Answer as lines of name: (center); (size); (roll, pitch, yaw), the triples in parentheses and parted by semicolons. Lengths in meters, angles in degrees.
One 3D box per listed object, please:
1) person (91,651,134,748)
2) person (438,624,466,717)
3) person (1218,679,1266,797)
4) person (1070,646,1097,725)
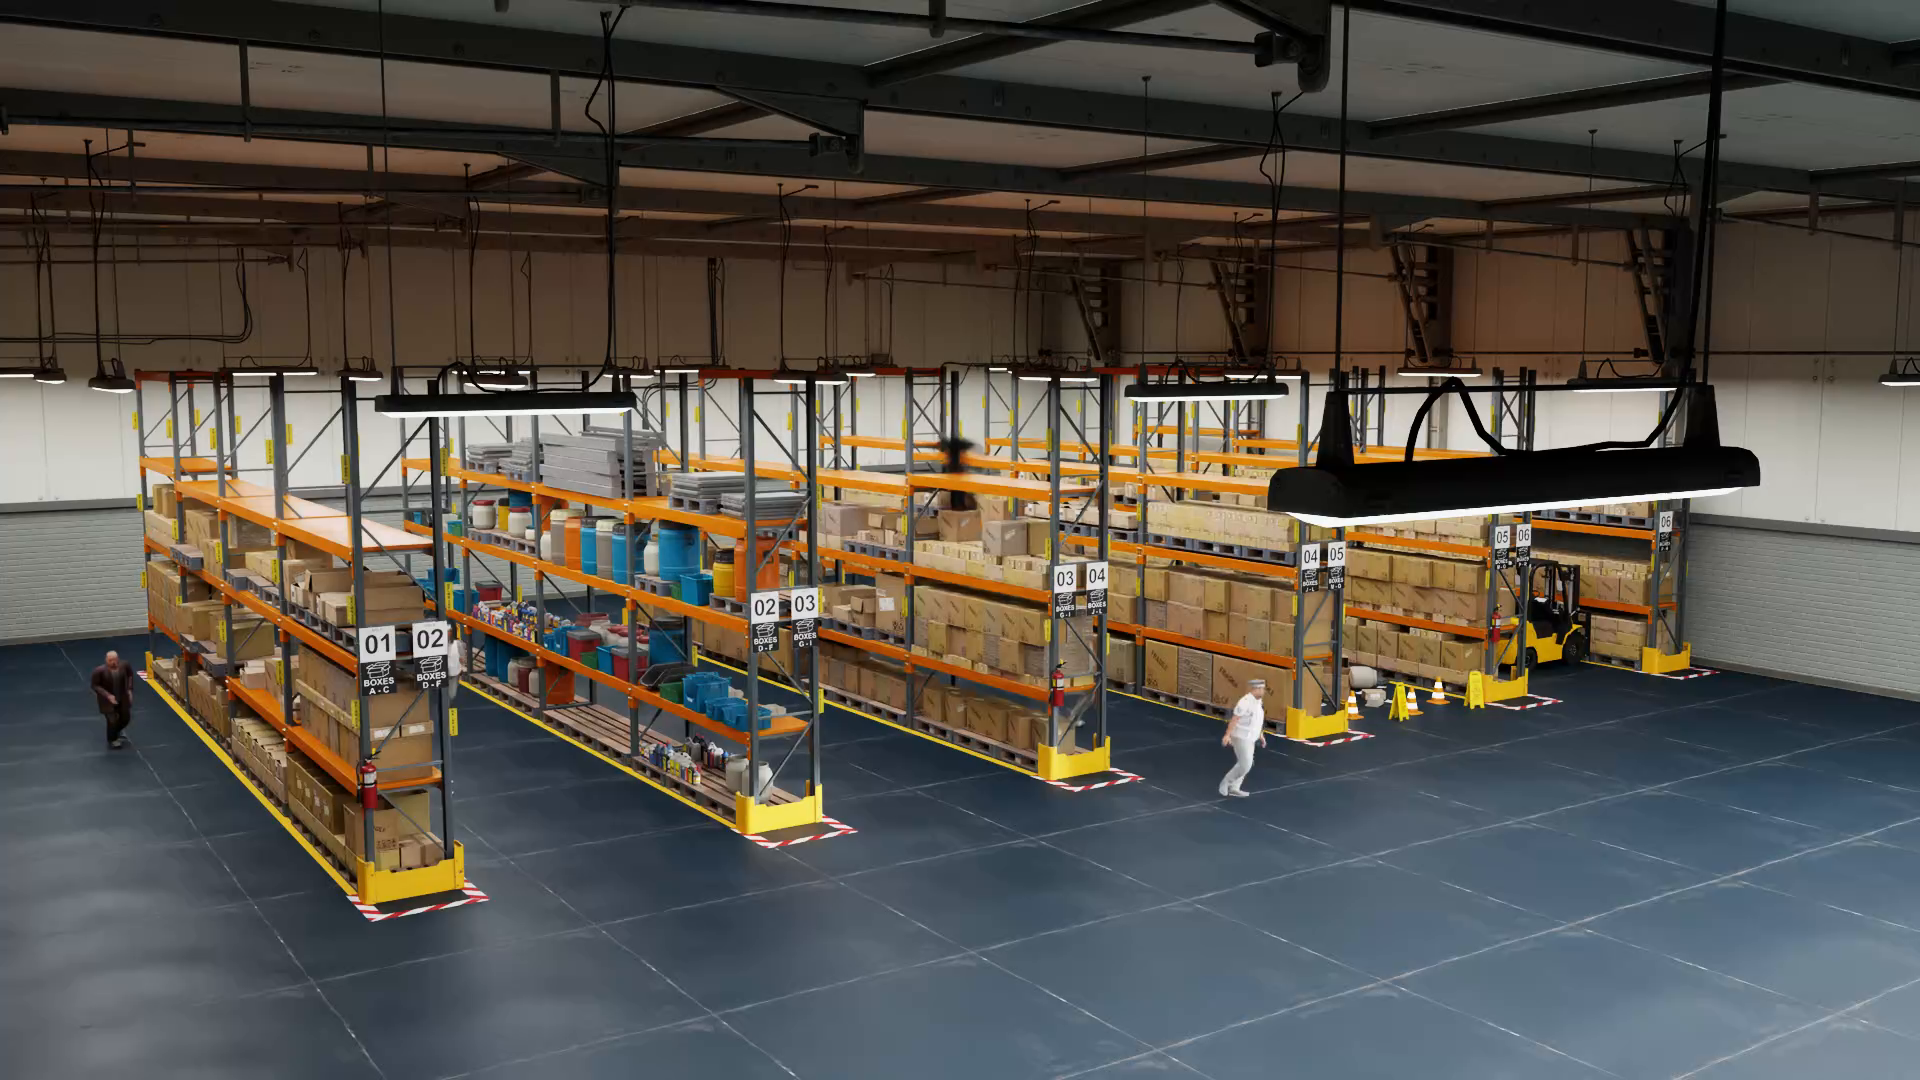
person: (-13.581, 2.524, 26.613); (0.874, 1.615, 0.676); (6, 9, 41)
person: (-8.681, 2.287, 28.166); (0.673, 1.760, 0.684); (-4, 8, -33)
person: (4.029, 2.824, 23.668); (0.580, 1.715, 0.707); (4, 7, 31)
person: (2.117, 2.340, 28.097); (0.624, 1.630, 0.536); (6, 9, 42)
